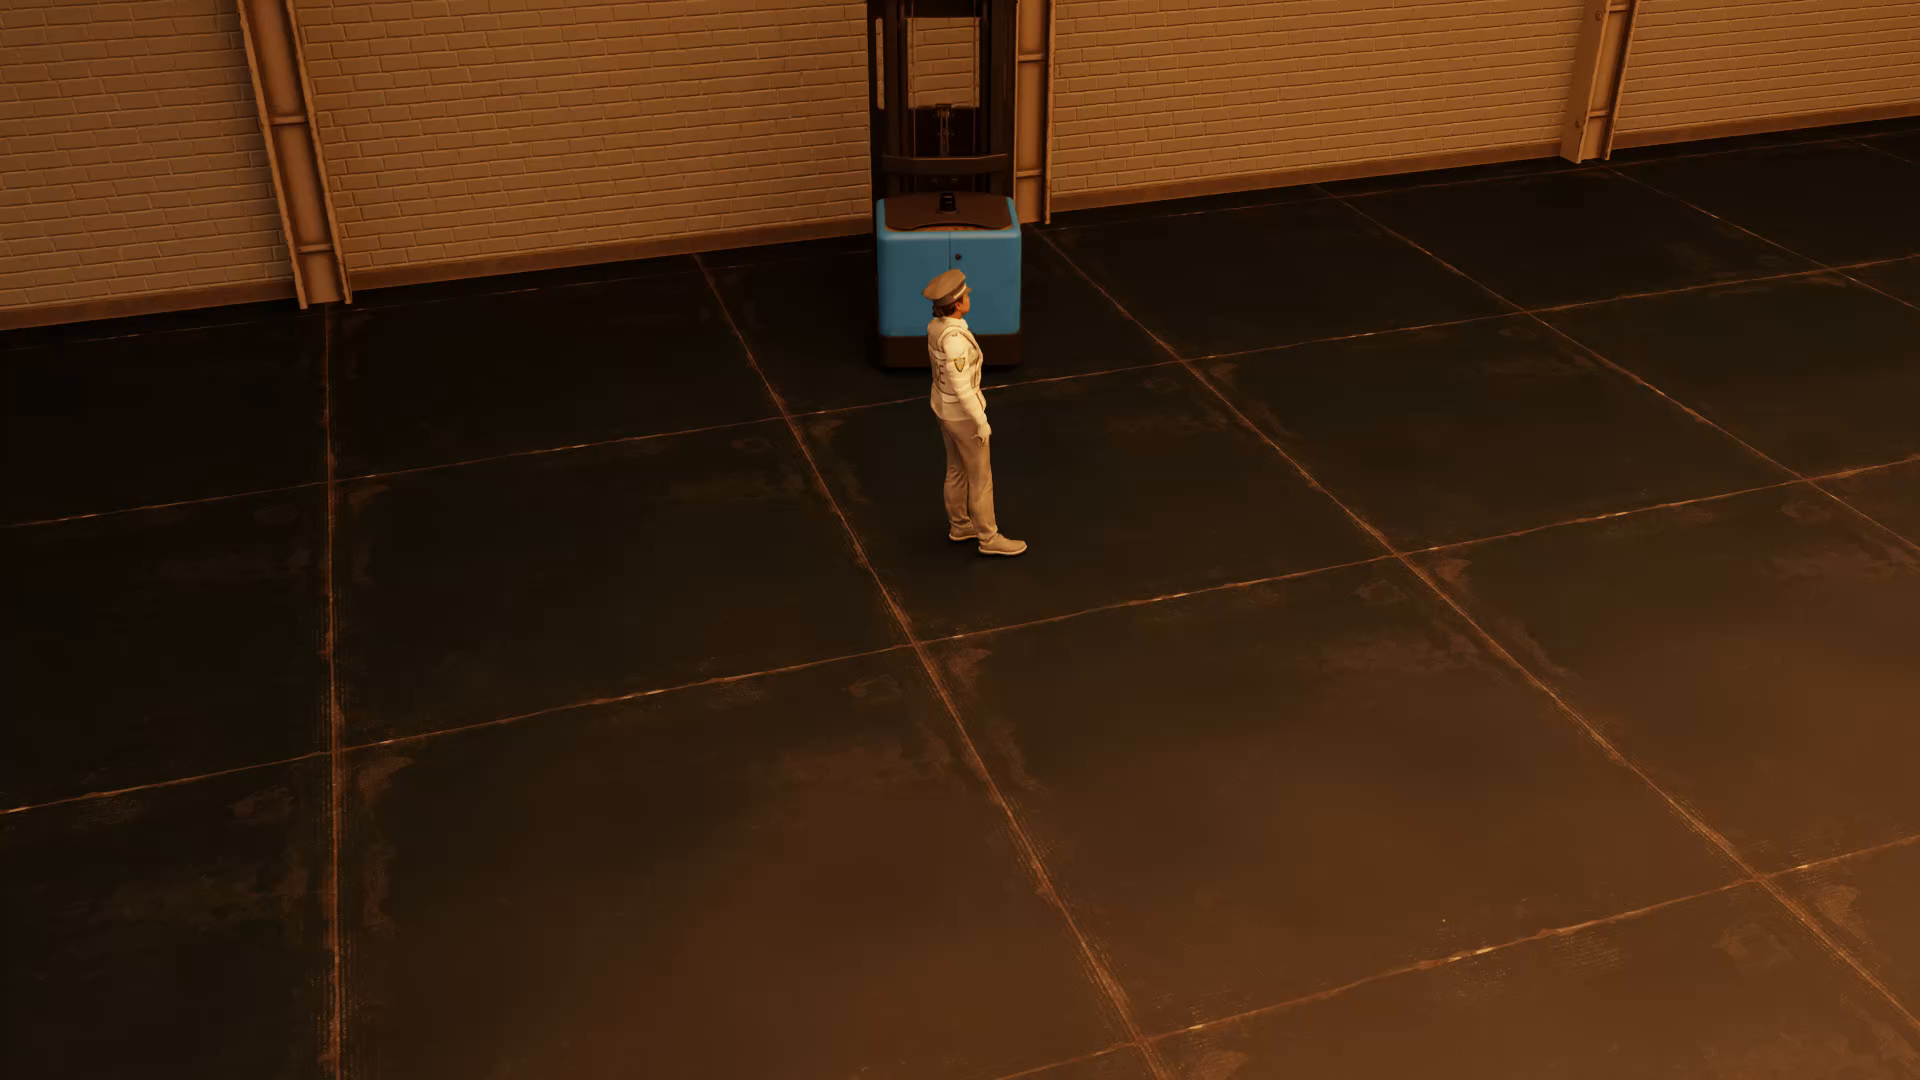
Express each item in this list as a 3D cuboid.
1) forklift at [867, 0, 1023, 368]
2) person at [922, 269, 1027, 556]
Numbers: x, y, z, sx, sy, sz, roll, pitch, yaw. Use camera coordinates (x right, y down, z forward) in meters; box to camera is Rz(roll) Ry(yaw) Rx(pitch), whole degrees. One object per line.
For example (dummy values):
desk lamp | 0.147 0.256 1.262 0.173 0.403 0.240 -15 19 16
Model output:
forklift | -0.147 -3.222 12.687 1.130 2.935 3.031 -1 30 -3
person | 0.067 -0.749 9.613 0.531 1.695 0.587 -10 31 -16
